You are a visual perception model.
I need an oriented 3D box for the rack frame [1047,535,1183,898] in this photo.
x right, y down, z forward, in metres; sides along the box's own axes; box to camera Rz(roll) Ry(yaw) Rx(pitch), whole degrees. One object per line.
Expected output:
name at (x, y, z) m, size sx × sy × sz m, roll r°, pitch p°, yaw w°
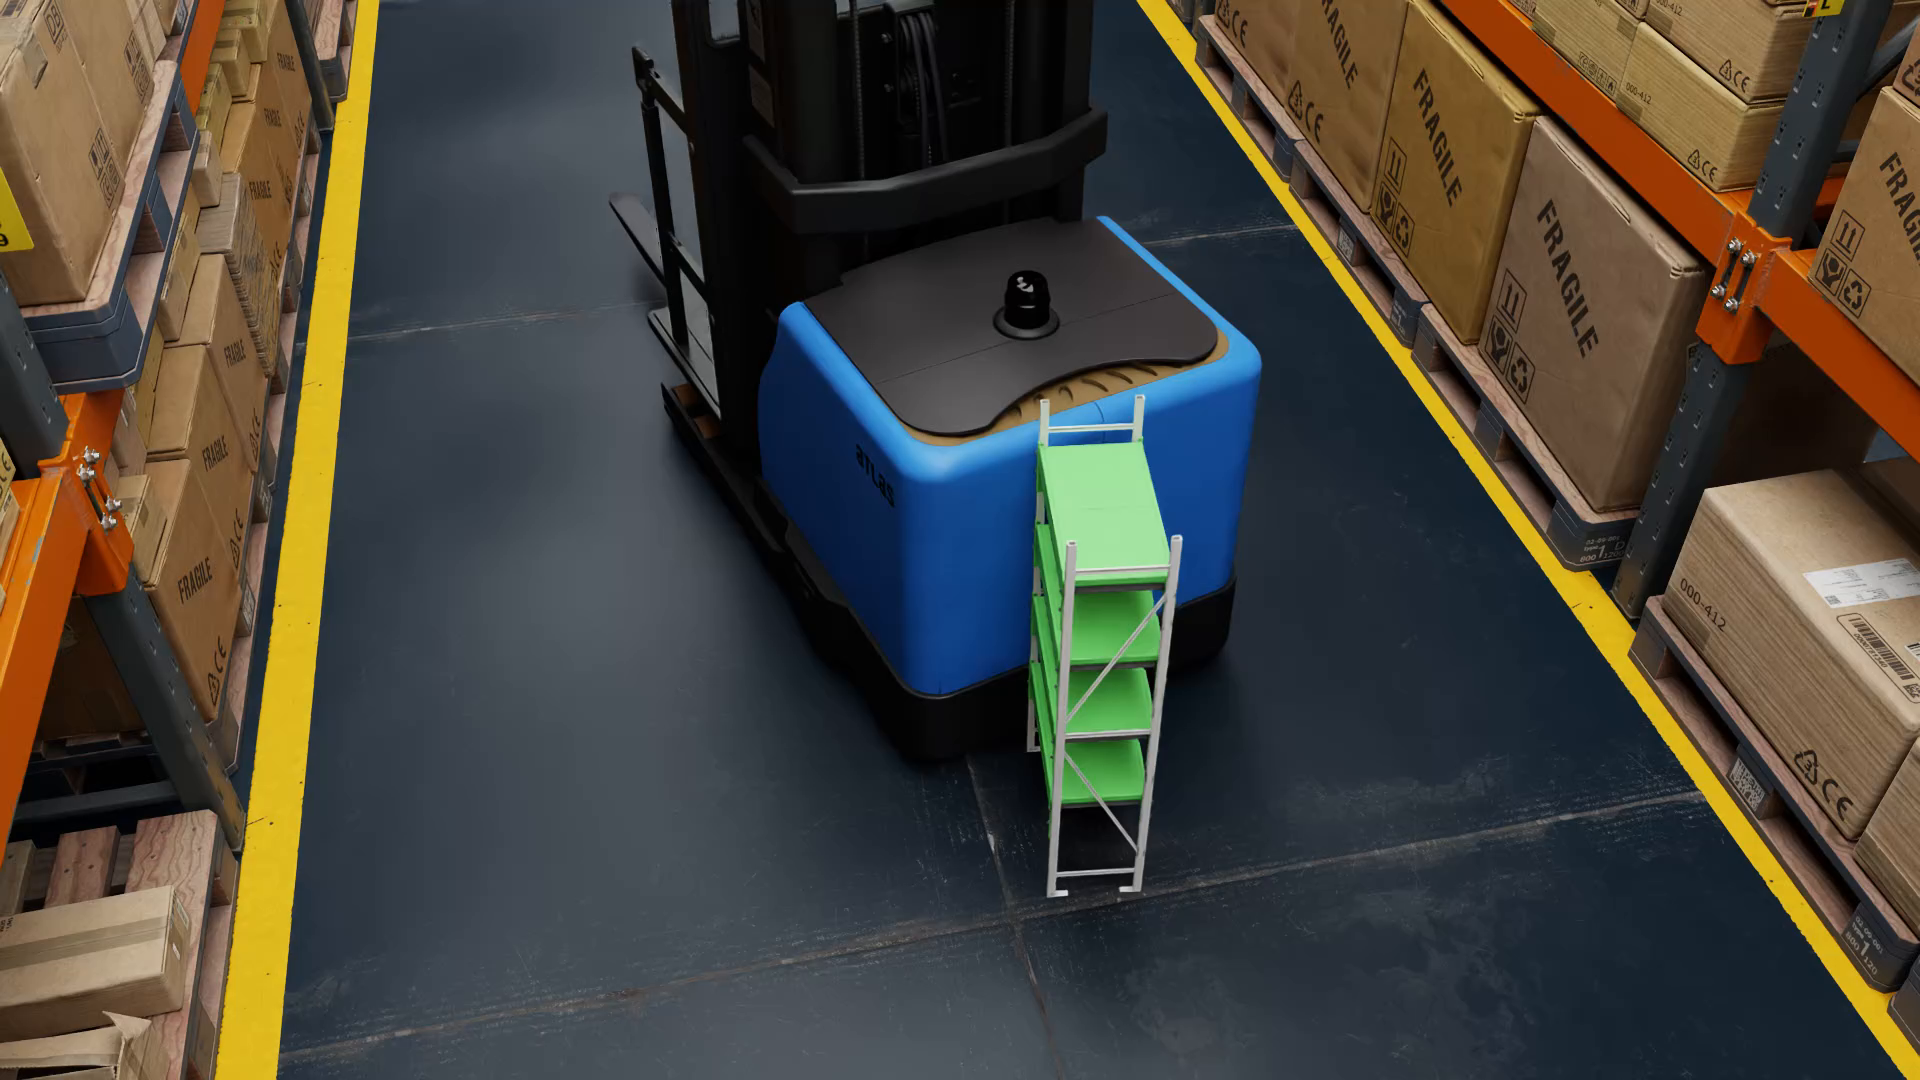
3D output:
rack frame at (0.341, 0.450, 3.840) m, size 0.240 × 1.200 × 0.015 m, roll -3°, pitch 42°, yaw -3°

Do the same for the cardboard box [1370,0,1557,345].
cardboard box at (2.062, -1.325, 5.767) m, size 0.875 × 0.875 × 0.875 m, roll -7°, pitch 42°, yaw -8°

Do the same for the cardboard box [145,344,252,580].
cardboard box at (-2.379, -0.186, 4.766) m, size 0.500 × 0.500 × 0.500 m, roll -9°, pitch 42°, yaw -10°

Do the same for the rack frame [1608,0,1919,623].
rack frame at (2.476, -0.988, 4.103) m, size 1.000 × 3.000 × 0.127 m, roll -8°, pitch 42°, yaw -9°

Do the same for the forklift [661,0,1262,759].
forklift at (-0.352, -1.478, 4.707) m, size 1.130 × 2.935 × 3.031 m, roll -19°, pitch 45°, yaw -20°

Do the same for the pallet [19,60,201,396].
pallet at (-2.436, -0.736, 3.964) m, size 1.003 × 0.211 × 1.213 m, roll -8°, pitch 42°, yaw -9°

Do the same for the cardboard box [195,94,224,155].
cardboard box at (-2.709, -1.359, 5.599) m, size 0.380 × 0.149 × 0.250 m, roll -9°, pitch 42°, yaw -10°

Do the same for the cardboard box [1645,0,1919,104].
cardboard box at (2.144, -1.369, 4.270) m, size 0.500 × 0.250 × 0.500 m, roll -8°, pitch 42°, yaw -9°

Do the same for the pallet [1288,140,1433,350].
pallet at (1.969, -1.227, 6.473) m, size 1.003 × 0.211 × 1.213 m, roll -8°, pitch 42°, yaw -9°

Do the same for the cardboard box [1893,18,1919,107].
cardboard box at (2.343, -1.056, 3.351) m, size 0.500 × 0.500 × 0.500 m, roll -8°, pitch 42°, yaw -9°

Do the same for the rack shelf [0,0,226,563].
rack shelf at (-2.801, -1.301, 4.998) m, size 1.077 × 0.370 × 4.000 m, roll -8°, pitch 42°, yaw -9°

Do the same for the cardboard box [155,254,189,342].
cardboard box at (-2.479, -0.686, 4.841) m, size 0.380 × 0.149 × 0.250 m, roll -8°, pitch 42°, yaw -9°

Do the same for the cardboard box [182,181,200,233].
cardboard box at (-2.617, -1.018, 5.215) m, size 0.380 × 0.149 × 0.250 m, roll -8°, pitch 42°, yaw -9°

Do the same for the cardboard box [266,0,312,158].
cardboard box at (-2.932, -1.846, 6.636) m, size 0.500 × 0.500 × 0.500 m, roll -7°, pitch 42°, yaw -8°

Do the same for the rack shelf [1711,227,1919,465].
rack shelf at (2.908, 0.578, 2.881) m, size 1.077 × 0.370 × 4.000 m, roll -8°, pitch 42°, yaw -9°

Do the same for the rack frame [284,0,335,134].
rack frame at (-3.233, -2.867, 6.220) m, size 1.000 × 3.000 × 0.127 m, roll -8°, pitch 42°, yaw -9°

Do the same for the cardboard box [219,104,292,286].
cardboard box at (-2.719, -1.181, 5.887) m, size 0.500 × 0.500 × 0.500 m, roll -7°, pitch 42°, yaw -7°

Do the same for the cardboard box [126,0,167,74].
cardboard box at (-2.295, -1.336, 4.281) m, size 0.396 × 0.266 × 0.258 m, roll -6°, pitch 42°, yaw -7°

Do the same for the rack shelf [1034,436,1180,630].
rack shelf at (0.322, -0.023, 3.745) m, size 0.258 × 0.148 × 0.480 m, roll -3°, pitch 42°, yaw -3°

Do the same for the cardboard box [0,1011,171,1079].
cardboard box at (-1.886, 1.142, 3.447) m, size 0.396 × 0.266 × 0.258 m, roll -7°, pitch 42°, yaw -8°

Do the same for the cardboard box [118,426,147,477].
cardboard box at (-2.323, -0.178, 4.269) m, size 0.380 × 0.149 × 0.250 m, roll -9°, pitch 42°, yaw -10°

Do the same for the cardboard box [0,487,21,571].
cardboard box at (-2.054, -0.009, 3.190) m, size 0.380 × 0.149 × 0.250 m, roll -8°, pitch 42°, yaw -9°

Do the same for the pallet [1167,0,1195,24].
pallet at (1.446, -3.044, 8.521) m, size 1.003 × 0.211 × 1.213 m, roll -8°, pitch 42°, yaw -9°

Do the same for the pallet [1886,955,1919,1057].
pallet at (2.831, 1.352, 3.568) m, size 1.003 × 0.211 × 1.213 m, roll -8°, pitch 42°, yaw -9°

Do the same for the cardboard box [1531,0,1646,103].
cardboard box at (2.024, -1.516, 4.812) m, size 0.500 × 0.250 × 0.500 m, roll -9°, pitch 42°, yaw -10°

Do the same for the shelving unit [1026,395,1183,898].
shelving unit at (0.322, 0.288, 4.022) m, size 0.258 × 1.200 × 0.503 m, roll -3°, pitch 42°, yaw -3°

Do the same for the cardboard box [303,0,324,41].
cardboard box at (-3.354, -2.542, 7.327) m, size 0.875 × 0.625 × 0.625 m, roll -7°, pitch 42°, yaw -8°

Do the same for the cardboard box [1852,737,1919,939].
cardboard box at (2.701, 0.816, 3.685) m, size 0.875 × 0.438 × 0.875 m, roll -10°, pitch 42°, yaw -11°

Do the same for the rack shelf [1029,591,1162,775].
rack shelf at (0.322, 0.336, 4.064) m, size 0.258 × 0.148 × 0.480 m, roll -3°, pitch 42°, yaw -3°

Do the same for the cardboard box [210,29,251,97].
cardboard box at (-2.776, -1.698, 5.982) m, size 0.380 × 0.149 × 0.250 m, roll -10°, pitch 43°, yaw -11°

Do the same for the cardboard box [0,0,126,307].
cardboard box at (-2.256, -0.814, 3.516) m, size 0.700 × 0.500 × 0.500 m, roll -7°, pitch 42°, yaw -8°

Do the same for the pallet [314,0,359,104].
pallet at (-3.373, -2.363, 7.753) m, size 1.003 × 0.211 × 1.213 m, roll -8°, pitch 42°, yaw -9°
